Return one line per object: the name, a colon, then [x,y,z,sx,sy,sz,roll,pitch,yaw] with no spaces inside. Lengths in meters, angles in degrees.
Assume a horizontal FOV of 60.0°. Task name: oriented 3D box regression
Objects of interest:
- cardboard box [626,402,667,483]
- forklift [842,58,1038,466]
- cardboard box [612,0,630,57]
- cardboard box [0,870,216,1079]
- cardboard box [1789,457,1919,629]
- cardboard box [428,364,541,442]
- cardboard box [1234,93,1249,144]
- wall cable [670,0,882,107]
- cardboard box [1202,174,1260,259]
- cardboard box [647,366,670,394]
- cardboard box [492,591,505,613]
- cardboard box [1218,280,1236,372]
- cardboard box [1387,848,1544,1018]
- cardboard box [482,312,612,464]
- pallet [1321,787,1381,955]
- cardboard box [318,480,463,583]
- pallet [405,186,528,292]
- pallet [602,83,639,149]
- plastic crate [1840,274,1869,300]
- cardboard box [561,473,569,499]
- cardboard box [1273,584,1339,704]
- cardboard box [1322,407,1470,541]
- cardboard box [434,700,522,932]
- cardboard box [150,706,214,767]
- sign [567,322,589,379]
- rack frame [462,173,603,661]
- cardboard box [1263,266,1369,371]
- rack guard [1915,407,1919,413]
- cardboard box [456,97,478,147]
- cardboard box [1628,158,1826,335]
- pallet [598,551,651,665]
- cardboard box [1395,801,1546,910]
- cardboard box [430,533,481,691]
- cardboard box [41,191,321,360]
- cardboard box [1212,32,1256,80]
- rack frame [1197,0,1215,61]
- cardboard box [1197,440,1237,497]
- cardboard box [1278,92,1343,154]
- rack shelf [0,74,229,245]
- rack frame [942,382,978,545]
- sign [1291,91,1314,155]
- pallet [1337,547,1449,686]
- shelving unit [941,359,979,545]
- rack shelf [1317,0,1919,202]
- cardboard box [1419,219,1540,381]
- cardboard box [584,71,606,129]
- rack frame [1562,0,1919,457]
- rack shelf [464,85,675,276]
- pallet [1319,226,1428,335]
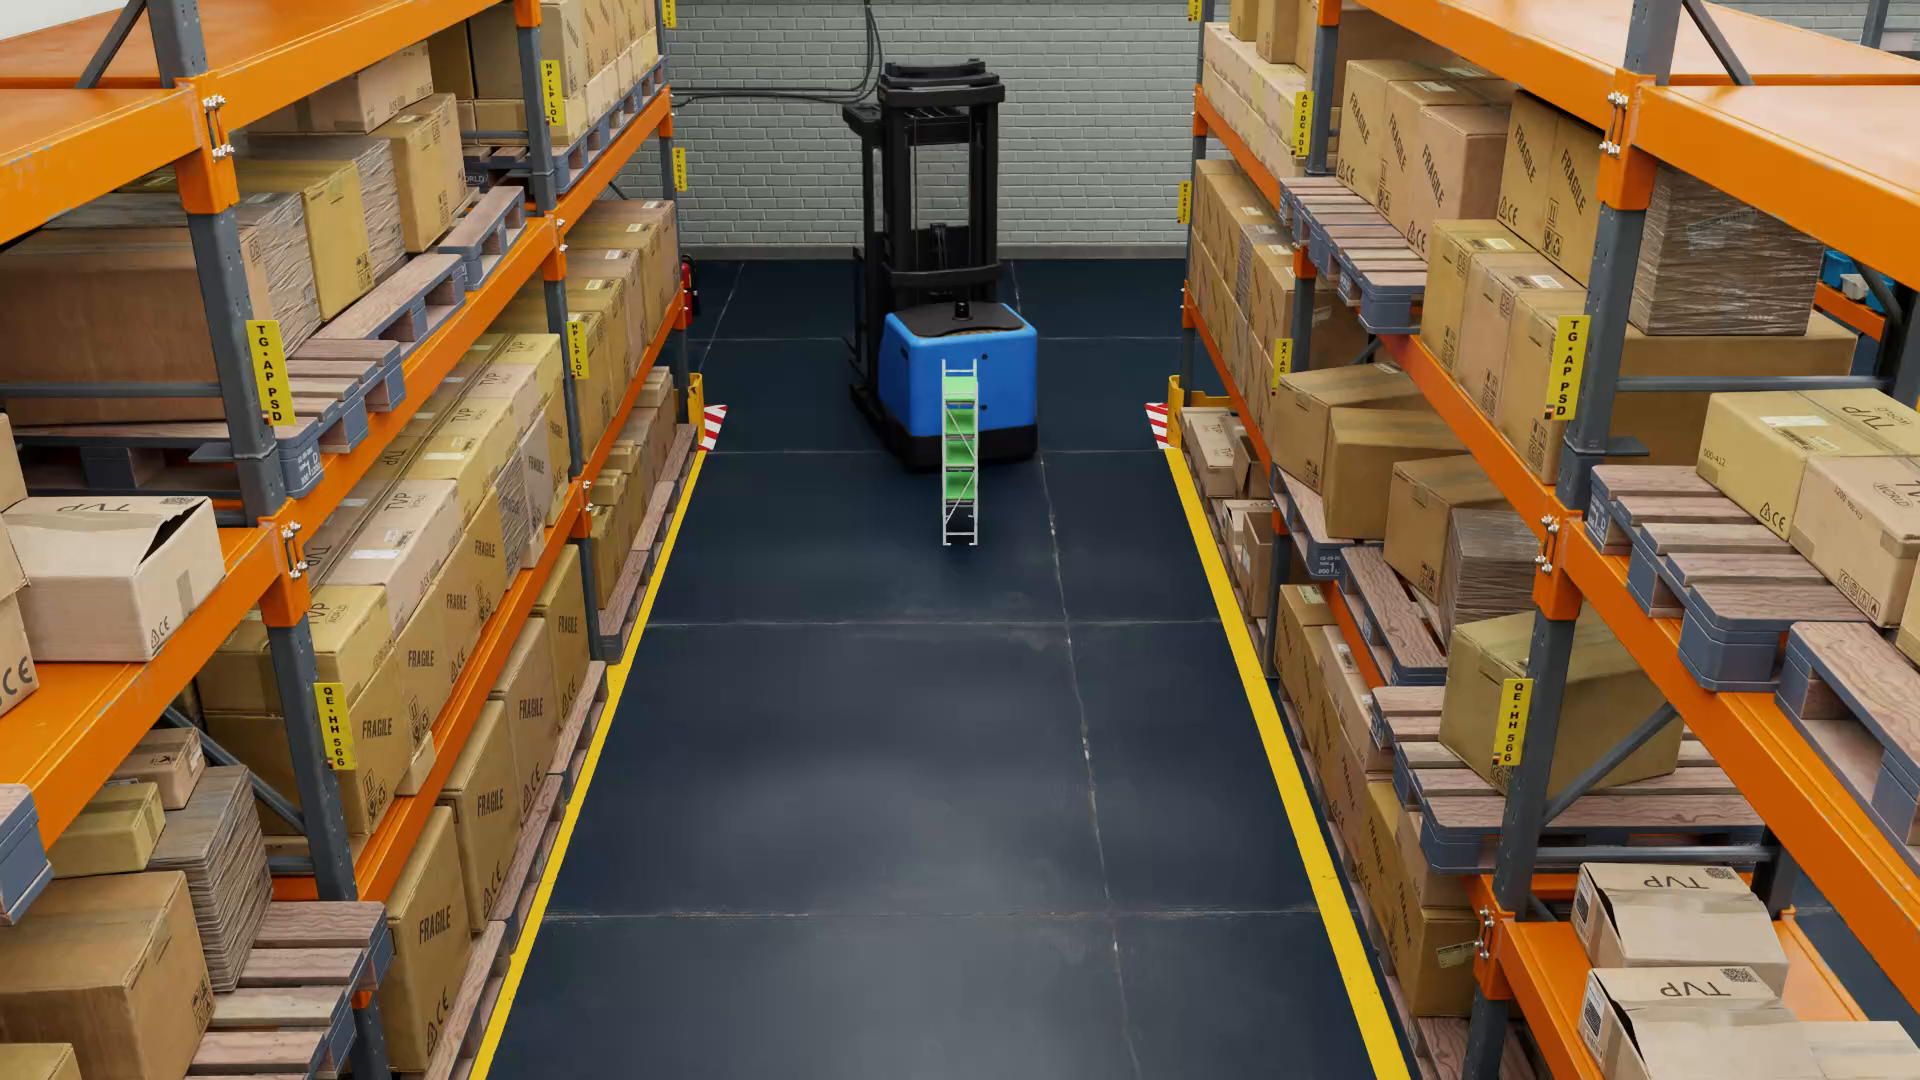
cardboard box: [-2.564,-0.745,12.280,0.700,0.500,0.500,0,24,-1]
forklift: [-0.315,-2.487,13.692,1.130,2.935,3.031,-7,25,-16]
cardboard box: [-2.388,-3.342,10.500,0.500,0.500,0.500,-1,24,-3]
cardboard box: [-2.542,1.288,4.607,0.700,0.500,0.500,-3,24,-6]
cardboard box: [2.448,-0.001,4.144,0.500,0.250,0.500,0,24,1]
cardboard box: [-2.377,-0.668,8.170,0.500,0.250,0.500,0,24,1]
cardboard box: [2.039,-2.678,10.572,0.500,0.250,0.500,0,24,-1]
wall cable: [-2.382,-5.837,17.505,3.097,2.526,0.112,0,24,-1]
cardboard box: [2.030,-2.312,11.887,0.500,0.500,0.500,0,24,0]
cardboard box: [-2.386,-1.194,12.487,0.380,0.149,0.250,-1,24,-1]
cardboard box: [-2.377,0.229,7.884,0.380,0.149,0.250,-1,24,-2]
cardboard box: [2.034,-1.446,11.187,0.500,0.500,0.500,0,24,0]
cardboard box: [2.118,1.640,6.982,0.500,0.500,0.500,1,24,2]
cardboard box: [-2.624,-0.898,9.733,0.980,0.700,0.700,0,24,0]
pallet: [2.382,1.548,8.072,1.003,0.211,1.213,0,24,-1]
cardboard box: [-2.354,-0.038,6.776,0.500,0.250,0.500,0,24,0]
pallet: [-2.575,-1.440,7.886,0.805,0.209,1.217,-1,24,-3]
pallet: [-2.643,-2.703,10.554,1.003,0.211,1.213,0,24,-1]
plastic crate: [6.823,-1.902,12.563,0.250,0.136,0.298,0,24,-1]
cardboard box: [-2.347,-0.295,9.042,0.380,0.149,0.250,0,24,0]
cardboard box: [2.081,0.577,9.334,0.500,0.500,0.500,-1,24,-3]
cardboard box: [2.172,-0.320,8.186,0.700,0.500,0.500,4,25,8]
cardboard box: [-2.470,1.234,7.482,0.750,0.750,0.750,0,24,-1]
cardboard box: [-2.859,0.726,5.997,0.500,0.500,0.500,0,24,0]
sign: [-2.092,-1.036,9.092,0.100,0.325,0.005,0,24,-1]
rack frame: [-2.634,-0.538,9.300,1.000,3.000,0.127,0,24,-1]
cardboard box: [2.055,-1.270,9.584,0.500,0.500,0.500,0,24,0]
rack guard: [7.216,-1.102,13.580,1.175,0.500,0.348,0,24,-1]
cardboard box: [-2.876,-2.354,9.227,0.500,0.250,0.500,0,24,0]
cardboard box: [2.365,-0.961,5.261,0.500,0.500,0.500,0,24,-1]
pallet: [-2.564,0.419,10.568,1.003,0.211,1.213,0,24,-1]
cardboard box: [2.113,1.276,6.879,0.500,0.250,0.500,1,24,1]
cardboard box: [-2.341,0.298,6.944,0.500,0.500,0.500,0,24,-1]
cardboard box: [-2.711,-0.920,5.850,0.700,0.500,0.500,-2,24,-3]
cardboard box: [2.019,-3.317,11.380,0.500,0.250,0.500,0,24,-1]
rack frame: [2.276,-4.944,11.761,1.000,3.000,0.127,0,24,-1]
cardboard box: [2.009,-0.520,12.064,0.500,0.250,0.500,0,24,-1]
cardboard box: [2.043,-2.287,9.103,0.500,0.250,0.500,0,24,-1]
rack shelf: [-2.569,-0.289,2.828,1.077,0.370,4.000,0,24,-1]
rack frame: [0.001,-0.514,11.431,0.240,1.200,0.015,0,24,-1]
sign: [1.777,-2.159,8.616,0.100,0.325,0.005,0,24,-1]
pallet: [2.337,0.372,7.520,1.003,0.211,1.213,0,24,-1]
shelving unit: [-0.002,-0.615,11.654,0.258,1.200,0.503,0,24,-1]
rack shelf: [2.341,-1.961,6.525,1.077,0.370,4.000,0,24,-1]
cardboard box: [2.313,-0.930,6.405,0.910,0.500,0.500,0,24,-1]
cardboard box: [-2.369,-2.569,9.702,0.500,0.250,0.500,-1,24,-2]
rack frame: [2.363,-1.647,4.472,1.000,3.000,0.127,0,24,-1]
rack shelf: [-2.656,-2.401,10.652,1.077,0.370,4.000,0,24,-1]
pallet: [2.271,-1.147,7.233,1.213,0.211,1.003,0,24,-1]
